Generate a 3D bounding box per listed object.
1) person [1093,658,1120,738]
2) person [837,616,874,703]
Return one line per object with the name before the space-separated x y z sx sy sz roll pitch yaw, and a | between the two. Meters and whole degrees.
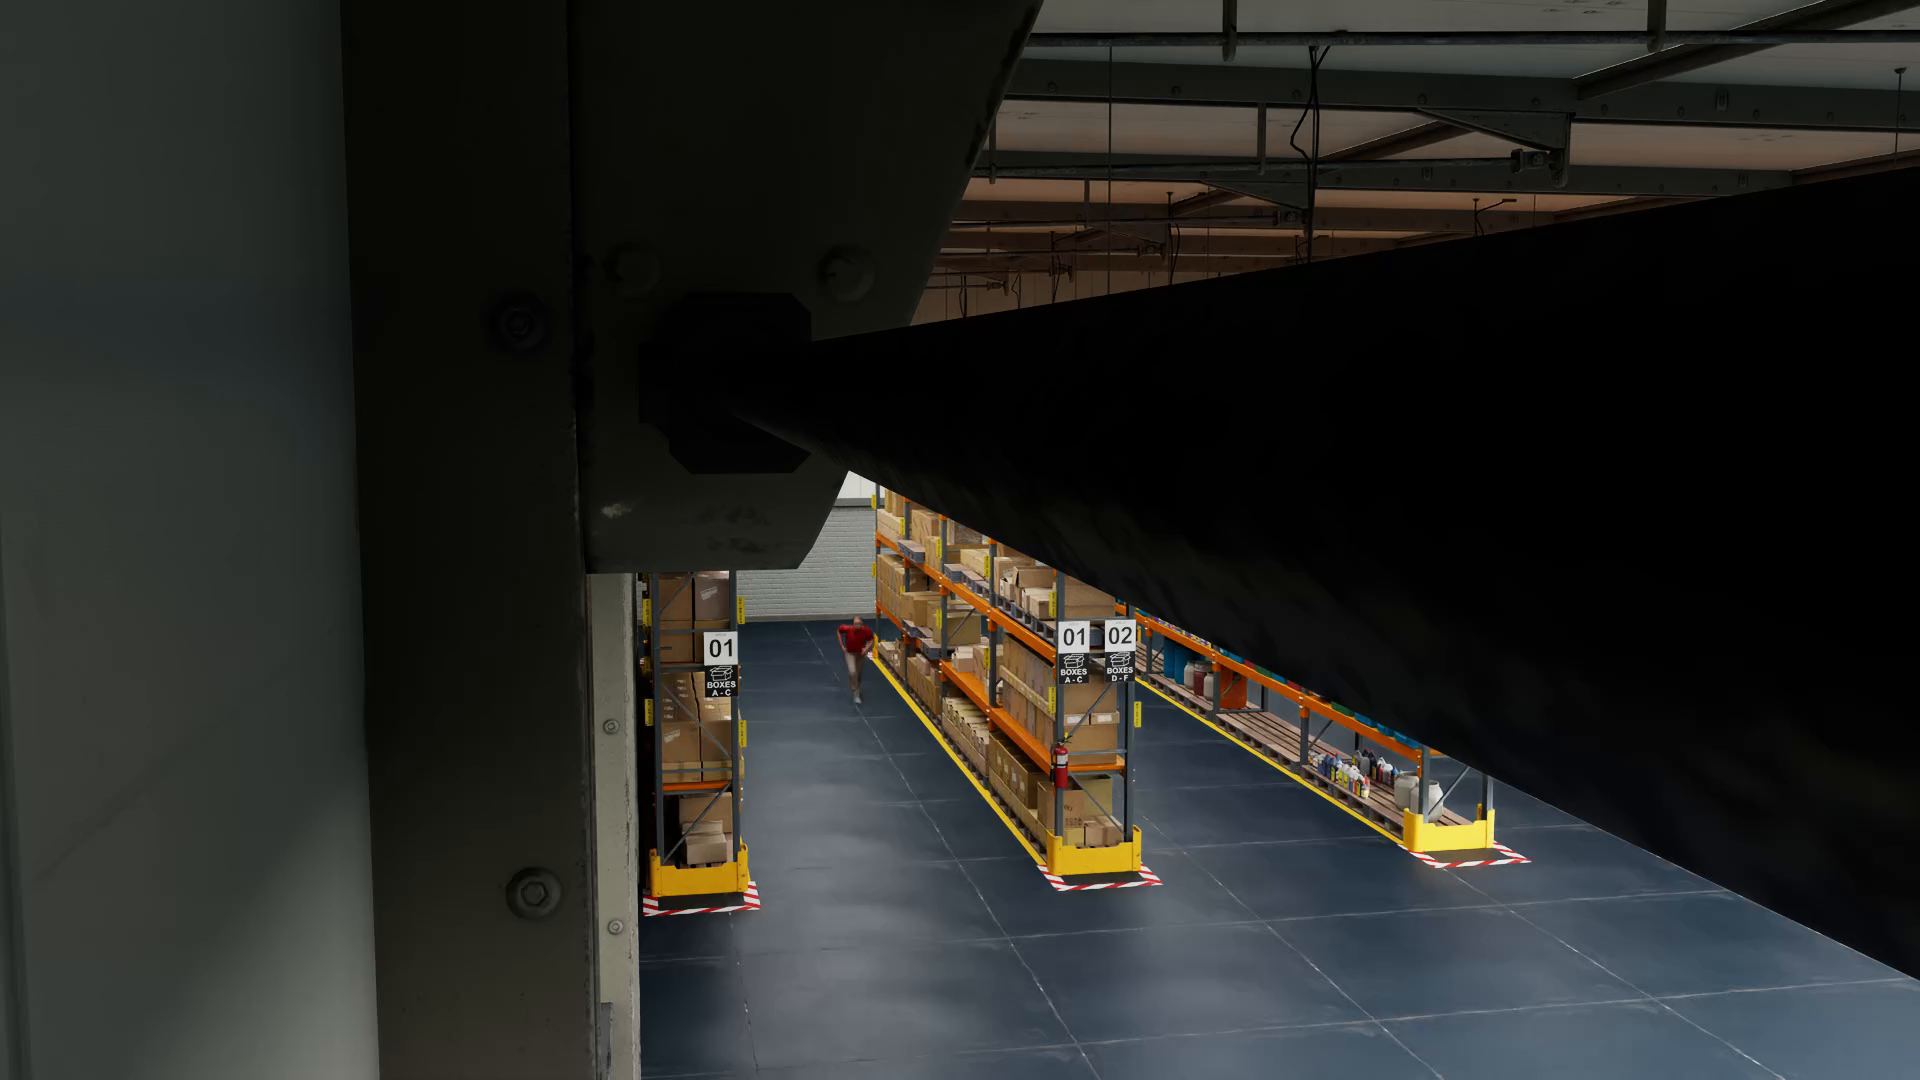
person | 2.514 2.574 28.739 0.574 1.758 0.778 -2 6 -17
person | -2.011 2.258 32.020 0.704 1.695 1.021 -1 6 -6
